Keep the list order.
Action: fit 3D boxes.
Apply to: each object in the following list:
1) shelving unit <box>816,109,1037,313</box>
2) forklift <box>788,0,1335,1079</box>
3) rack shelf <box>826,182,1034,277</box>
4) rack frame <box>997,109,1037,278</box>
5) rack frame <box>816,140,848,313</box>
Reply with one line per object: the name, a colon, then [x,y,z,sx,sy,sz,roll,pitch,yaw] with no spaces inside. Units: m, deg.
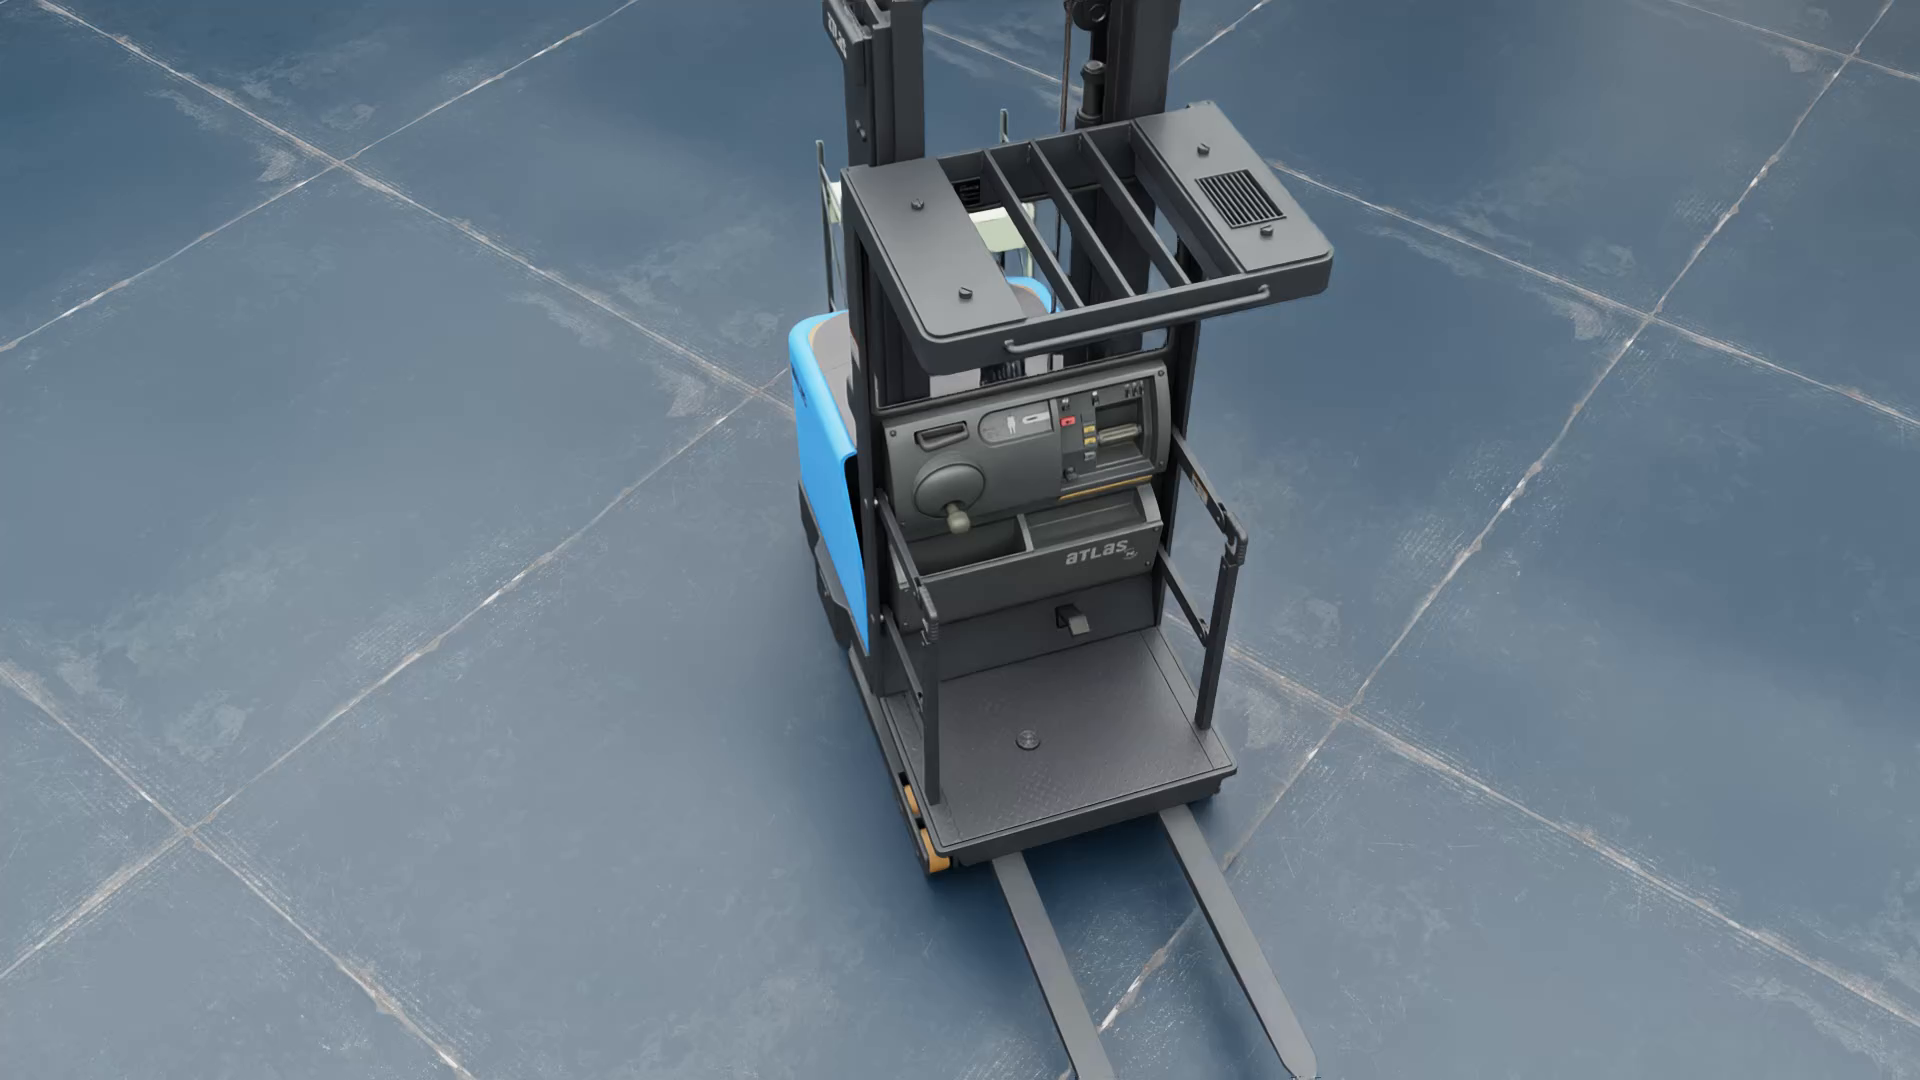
shelving unit: [-0.125,-0.932,6.768,0.755,1.500,0.431,-13,48,-12]
forklift: [0.292,-0.190,5.069,1.130,2.935,3.031,-14,48,-13]
rack shelf: [-0.125,-1.202,6.486,0.720,0.370,0.431,-13,48,-12]
rack frame: [0.224,-1.011,6.842,0.023,1.500,0.400,-13,48,-12]
rack frame: [-0.475,-0.854,6.693,0.023,1.500,0.400,-13,48,-12]
